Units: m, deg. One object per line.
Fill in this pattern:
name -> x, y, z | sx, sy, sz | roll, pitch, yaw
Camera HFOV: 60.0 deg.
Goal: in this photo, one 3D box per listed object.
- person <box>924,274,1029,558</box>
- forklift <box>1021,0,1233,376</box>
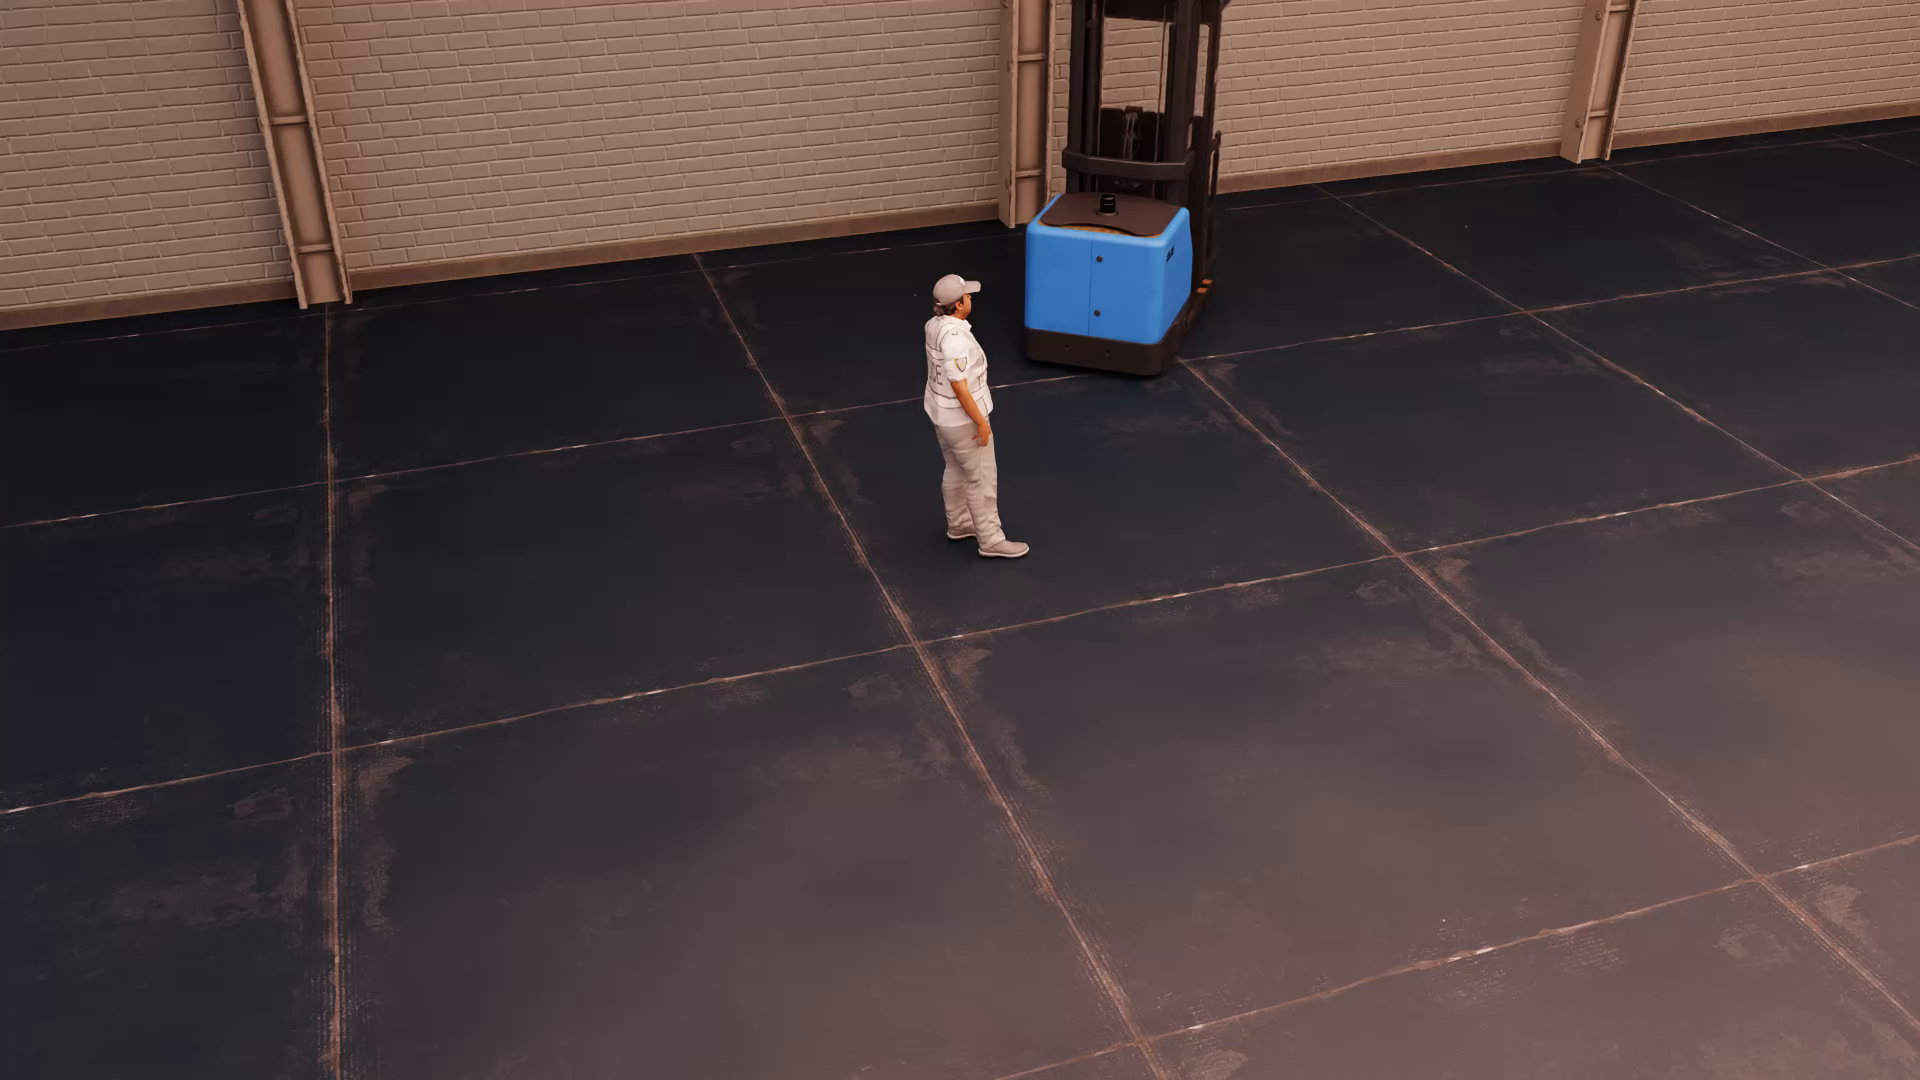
person -> 0.080, -0.729, 9.609 | 0.529, 1.670, 0.598 | -10, 31, -16
forklift -> 1.423, -3.171, 12.598 | 1.130, 2.935, 3.031 | 10, 31, 17
